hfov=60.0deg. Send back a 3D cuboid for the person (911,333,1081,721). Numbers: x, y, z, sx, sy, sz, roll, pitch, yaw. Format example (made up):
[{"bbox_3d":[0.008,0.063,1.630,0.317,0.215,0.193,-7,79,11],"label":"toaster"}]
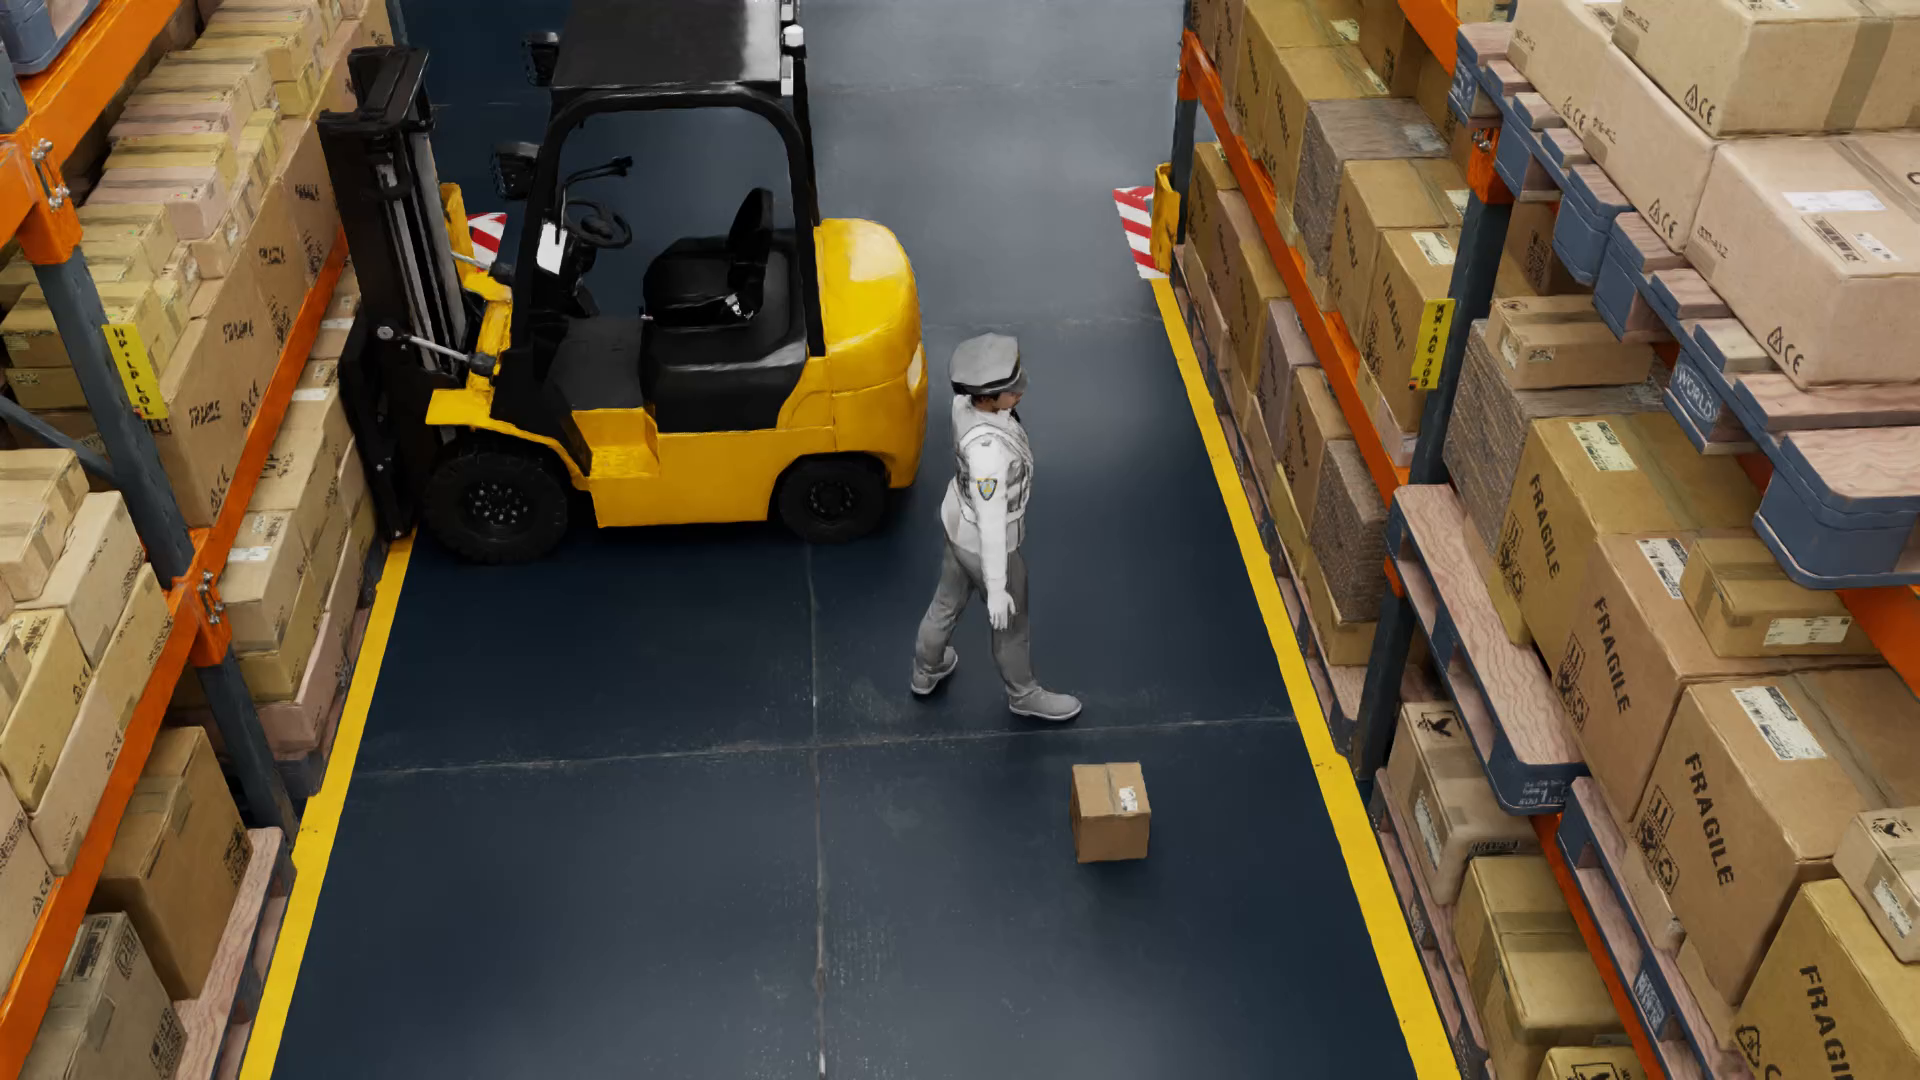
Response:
[{"bbox_3d":[0.144,0.007,6.114,0.635,1.660,0.680,-8,40,-10],"label":"person"}]
